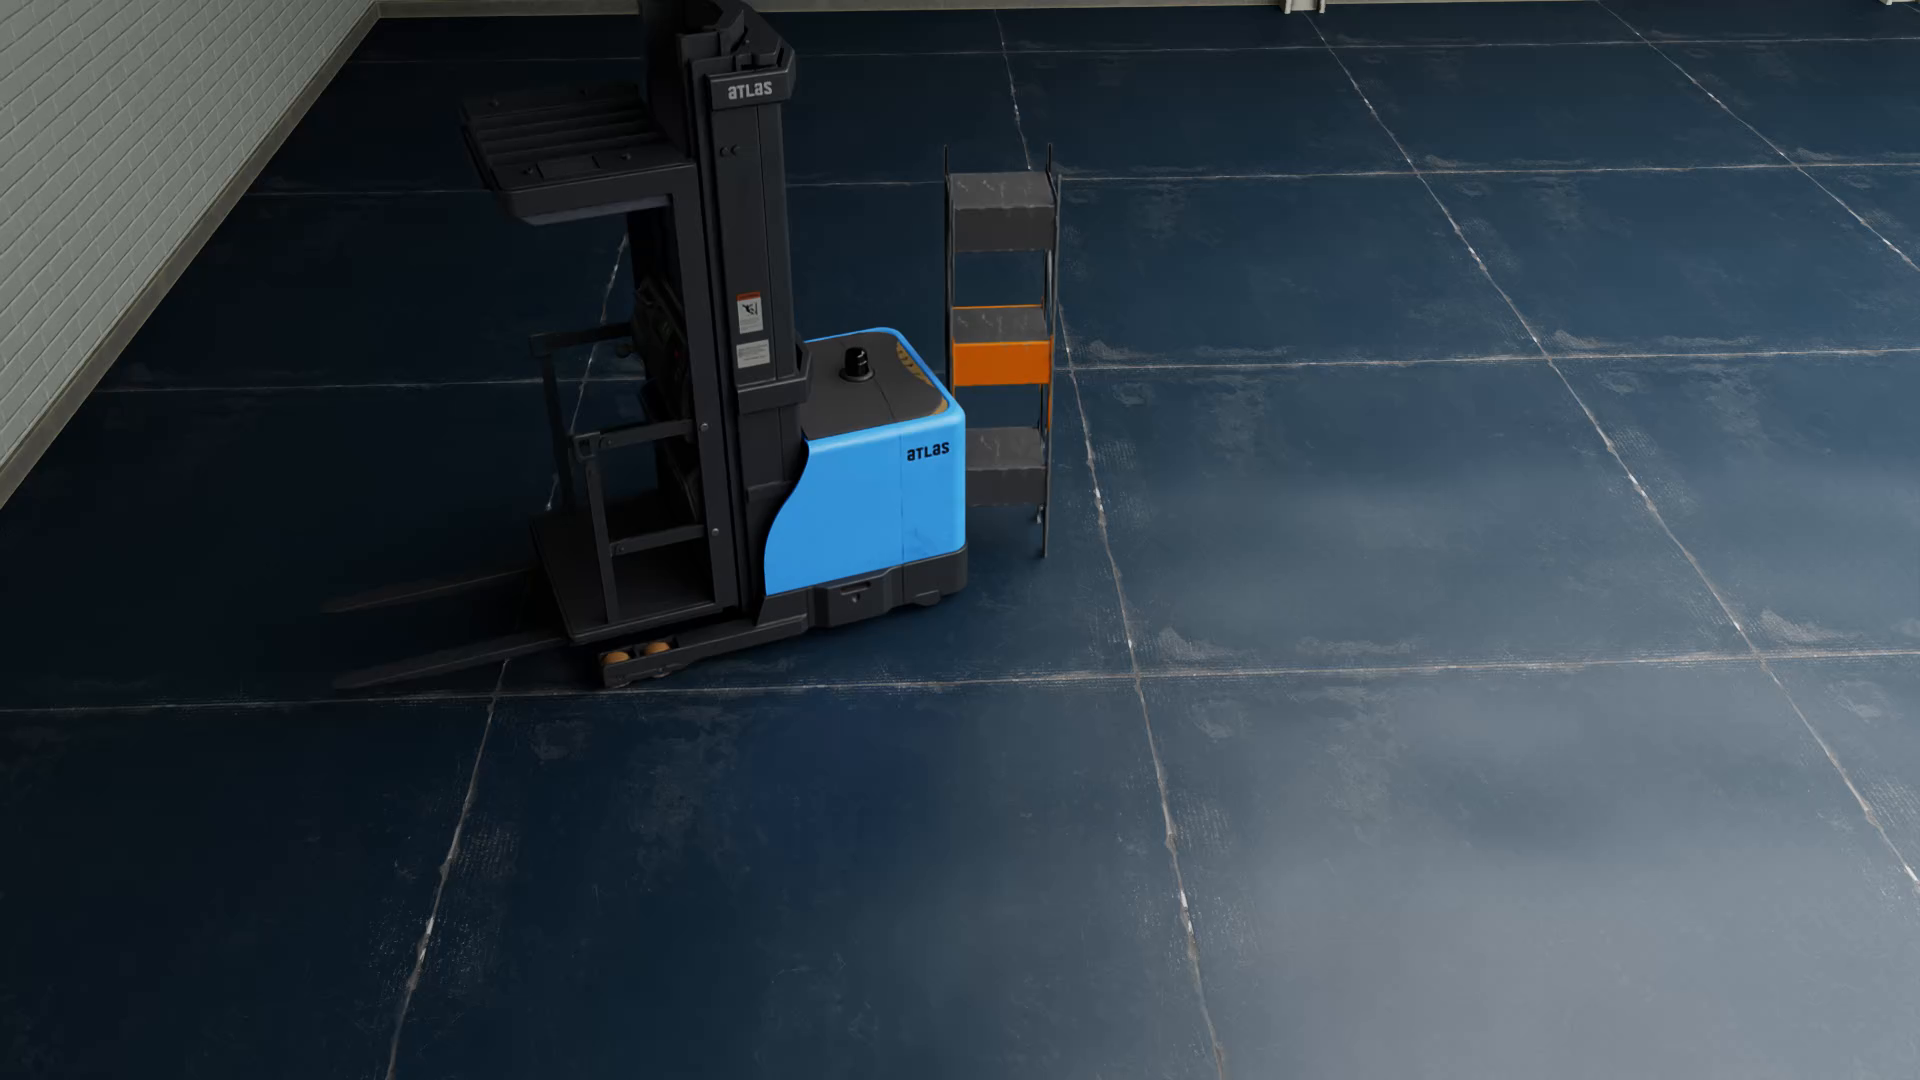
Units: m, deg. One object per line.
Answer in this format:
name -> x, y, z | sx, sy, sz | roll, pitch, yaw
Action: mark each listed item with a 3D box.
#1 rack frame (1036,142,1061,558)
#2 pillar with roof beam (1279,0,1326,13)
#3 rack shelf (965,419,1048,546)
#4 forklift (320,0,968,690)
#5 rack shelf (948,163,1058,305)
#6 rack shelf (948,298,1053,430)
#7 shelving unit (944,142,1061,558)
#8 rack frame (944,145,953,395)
rack frame -> 0.432, -0.884, 8.219 | 0.015, 2.100, 0.400 | -2, 35, -3
pillar with roof beam -> 3.555, -6.478, 10.239 | 0.400, 9.000, 9.100 | -2, 35, -2
rack shelf -> 0.189, -0.288, 8.612 | 0.480, 0.518, 0.431 | -2, 35, -3
forklift -> -1.529, -0.857, 7.449 | 3.031, 2.935, 1.130 | -13, 37, -18
rack shelf -> 0.189, -1.440, 7.815 | 0.480, 0.518, 0.431 | -2, 35, -3
rack shelf -> 0.189, -0.864, 8.213 | 0.480, 0.518, 0.431 | -2, 35, -3
shelving unit -> 0.189, -0.875, 8.206 | 0.503, 2.100, 0.431 | -2, 35, -3
rack frame -> -0.055, -0.866, 8.192 | 0.015, 2.100, 0.400 | -2, 35, -3
